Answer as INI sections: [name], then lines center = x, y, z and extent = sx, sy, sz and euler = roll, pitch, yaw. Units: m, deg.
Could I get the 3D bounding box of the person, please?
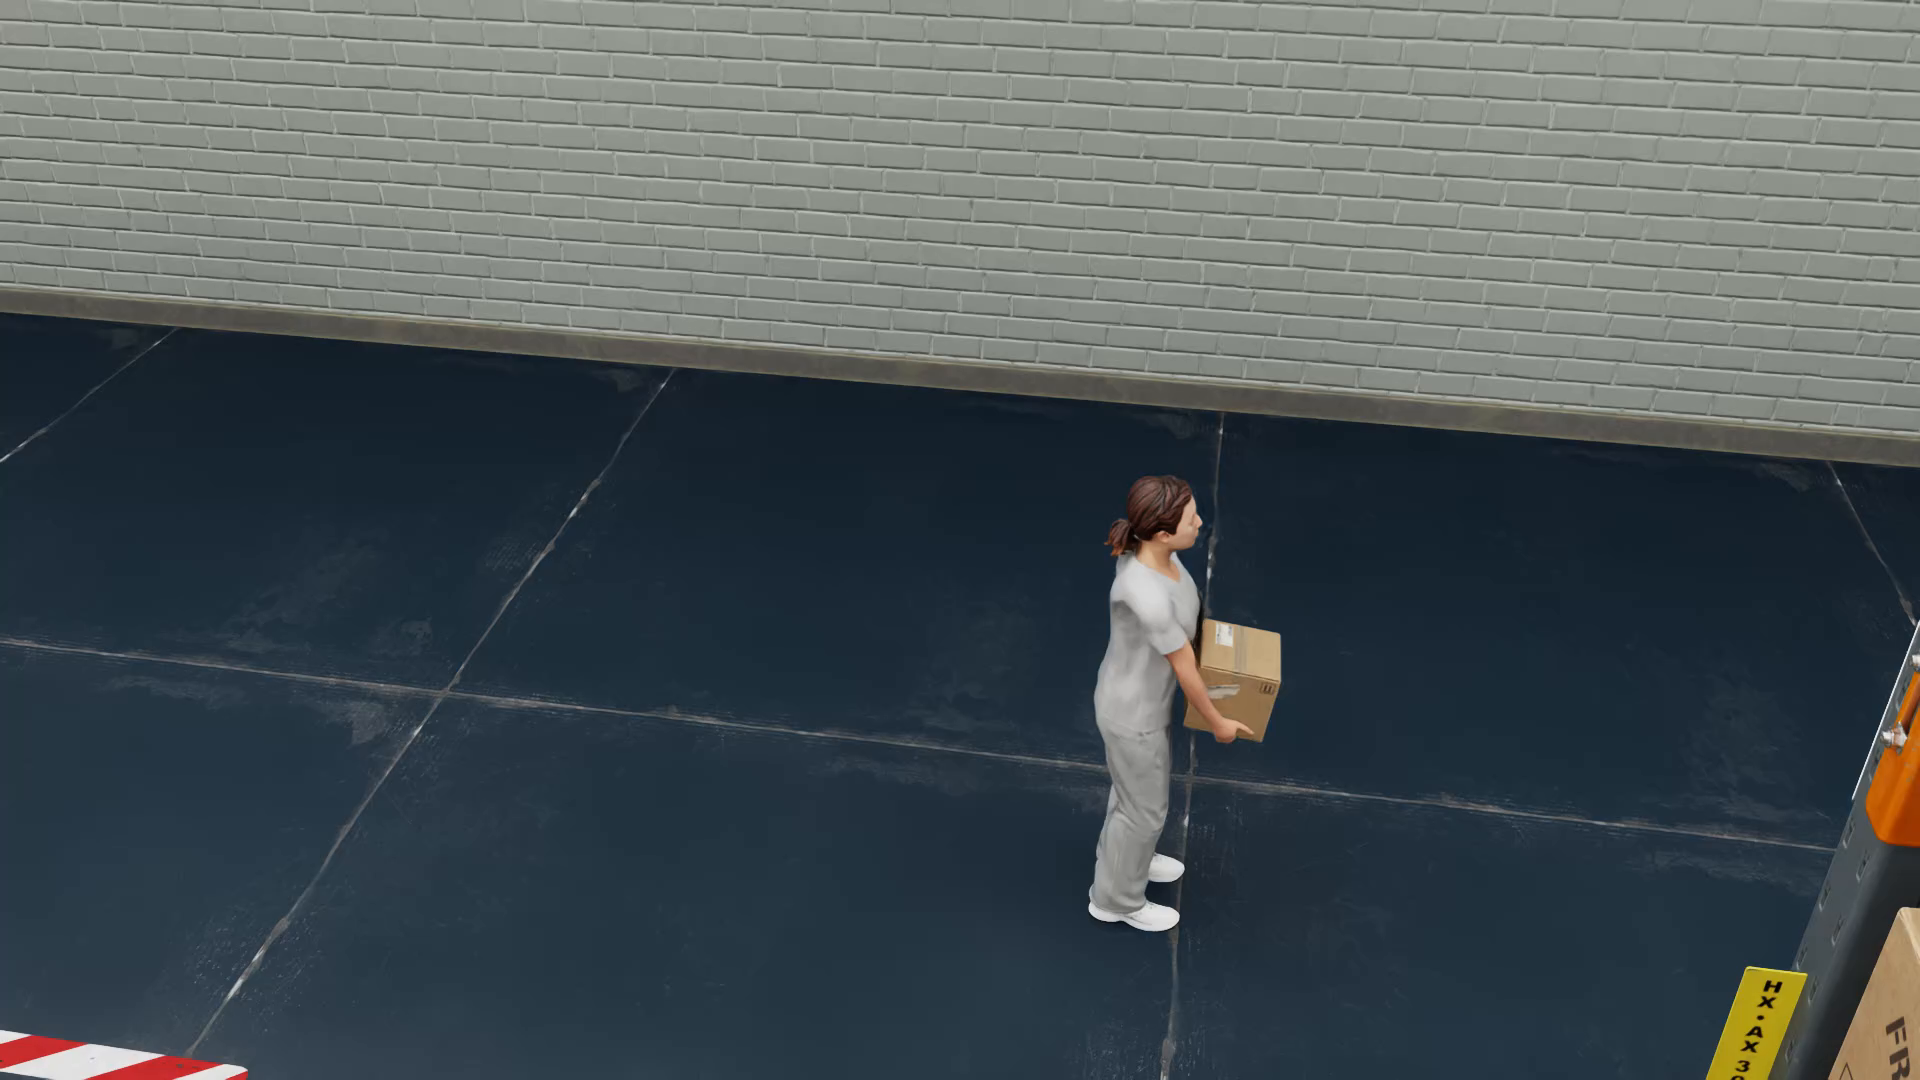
[person]
center = 0.595, 0.517, 5.329
extent = 0.361, 1.671, 0.503
euler = 4, 33, 6
